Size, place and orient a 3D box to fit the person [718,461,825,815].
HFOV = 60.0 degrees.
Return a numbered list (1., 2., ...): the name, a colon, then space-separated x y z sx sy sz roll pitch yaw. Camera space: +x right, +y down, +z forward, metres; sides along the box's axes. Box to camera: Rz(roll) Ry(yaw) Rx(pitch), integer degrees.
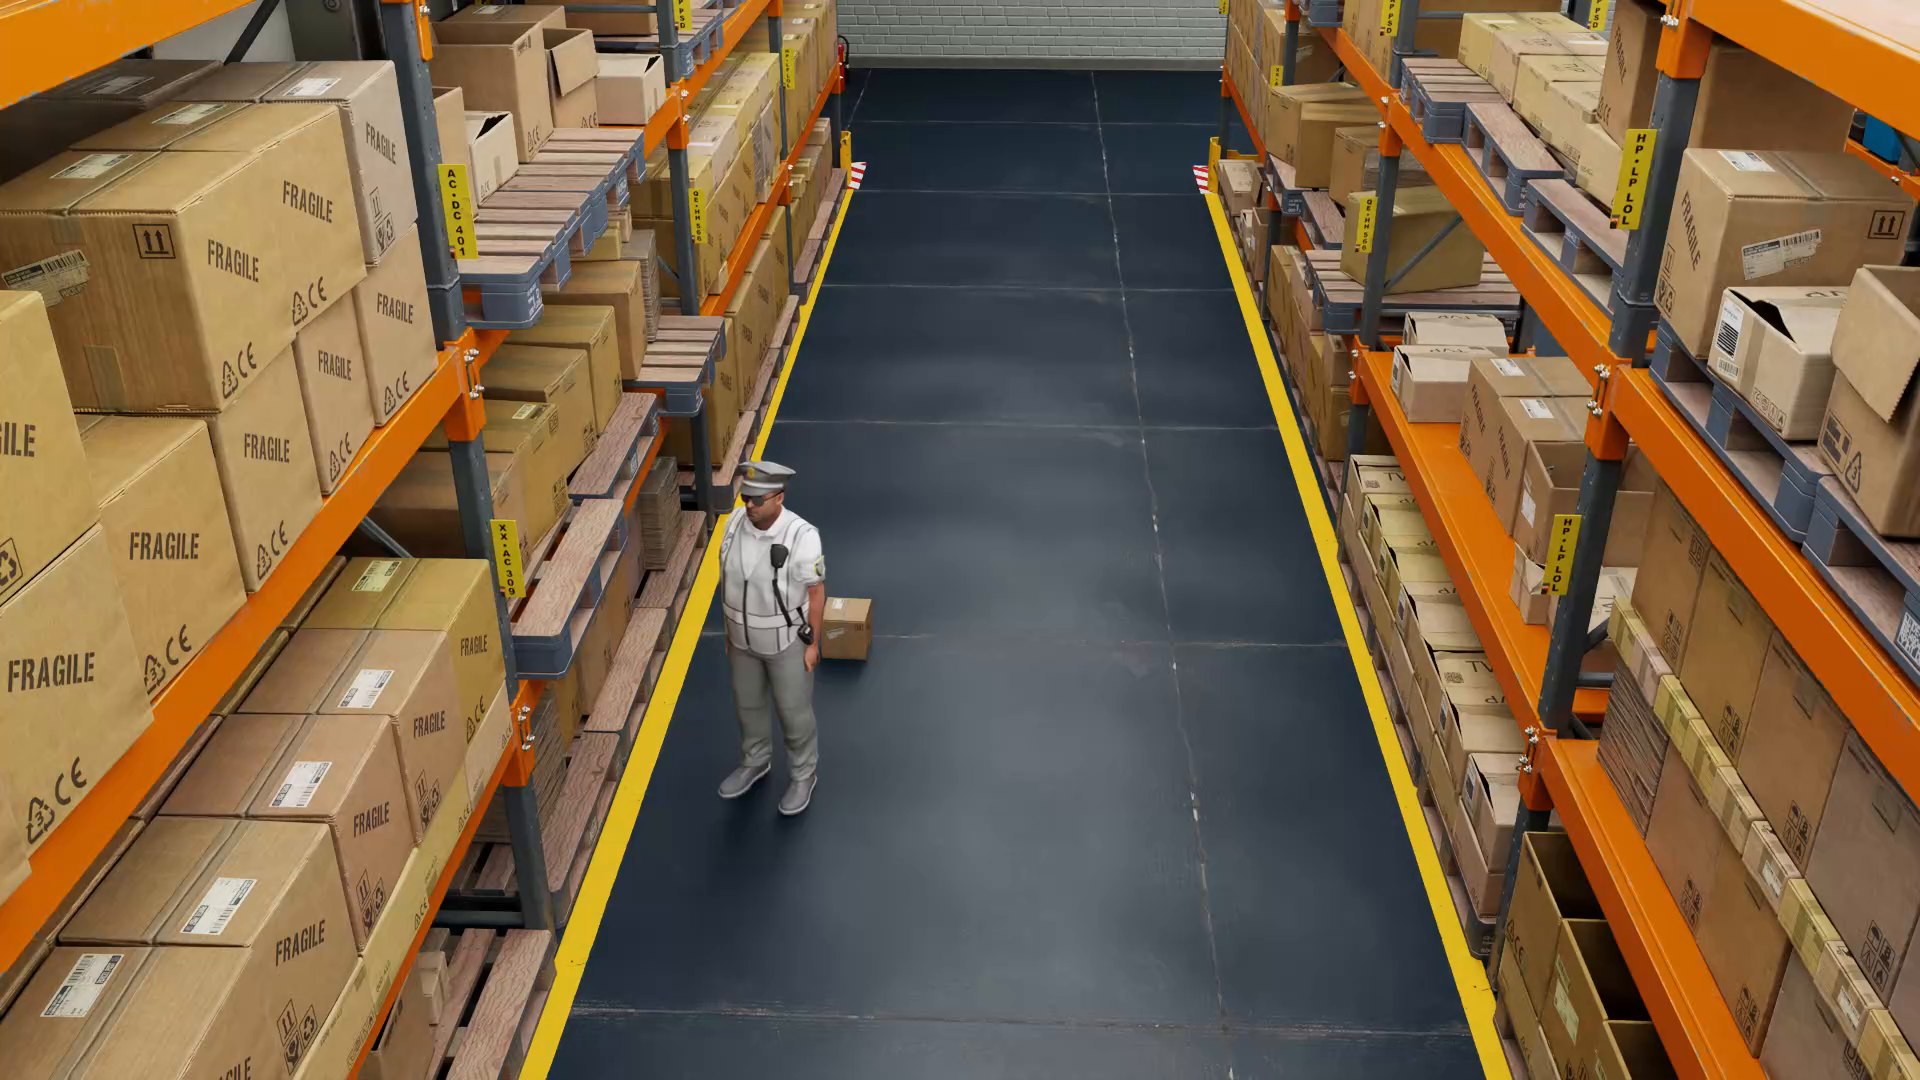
1. person: -0.886 0.437 7.764 0.525 1.778 0.399 11 30 21
